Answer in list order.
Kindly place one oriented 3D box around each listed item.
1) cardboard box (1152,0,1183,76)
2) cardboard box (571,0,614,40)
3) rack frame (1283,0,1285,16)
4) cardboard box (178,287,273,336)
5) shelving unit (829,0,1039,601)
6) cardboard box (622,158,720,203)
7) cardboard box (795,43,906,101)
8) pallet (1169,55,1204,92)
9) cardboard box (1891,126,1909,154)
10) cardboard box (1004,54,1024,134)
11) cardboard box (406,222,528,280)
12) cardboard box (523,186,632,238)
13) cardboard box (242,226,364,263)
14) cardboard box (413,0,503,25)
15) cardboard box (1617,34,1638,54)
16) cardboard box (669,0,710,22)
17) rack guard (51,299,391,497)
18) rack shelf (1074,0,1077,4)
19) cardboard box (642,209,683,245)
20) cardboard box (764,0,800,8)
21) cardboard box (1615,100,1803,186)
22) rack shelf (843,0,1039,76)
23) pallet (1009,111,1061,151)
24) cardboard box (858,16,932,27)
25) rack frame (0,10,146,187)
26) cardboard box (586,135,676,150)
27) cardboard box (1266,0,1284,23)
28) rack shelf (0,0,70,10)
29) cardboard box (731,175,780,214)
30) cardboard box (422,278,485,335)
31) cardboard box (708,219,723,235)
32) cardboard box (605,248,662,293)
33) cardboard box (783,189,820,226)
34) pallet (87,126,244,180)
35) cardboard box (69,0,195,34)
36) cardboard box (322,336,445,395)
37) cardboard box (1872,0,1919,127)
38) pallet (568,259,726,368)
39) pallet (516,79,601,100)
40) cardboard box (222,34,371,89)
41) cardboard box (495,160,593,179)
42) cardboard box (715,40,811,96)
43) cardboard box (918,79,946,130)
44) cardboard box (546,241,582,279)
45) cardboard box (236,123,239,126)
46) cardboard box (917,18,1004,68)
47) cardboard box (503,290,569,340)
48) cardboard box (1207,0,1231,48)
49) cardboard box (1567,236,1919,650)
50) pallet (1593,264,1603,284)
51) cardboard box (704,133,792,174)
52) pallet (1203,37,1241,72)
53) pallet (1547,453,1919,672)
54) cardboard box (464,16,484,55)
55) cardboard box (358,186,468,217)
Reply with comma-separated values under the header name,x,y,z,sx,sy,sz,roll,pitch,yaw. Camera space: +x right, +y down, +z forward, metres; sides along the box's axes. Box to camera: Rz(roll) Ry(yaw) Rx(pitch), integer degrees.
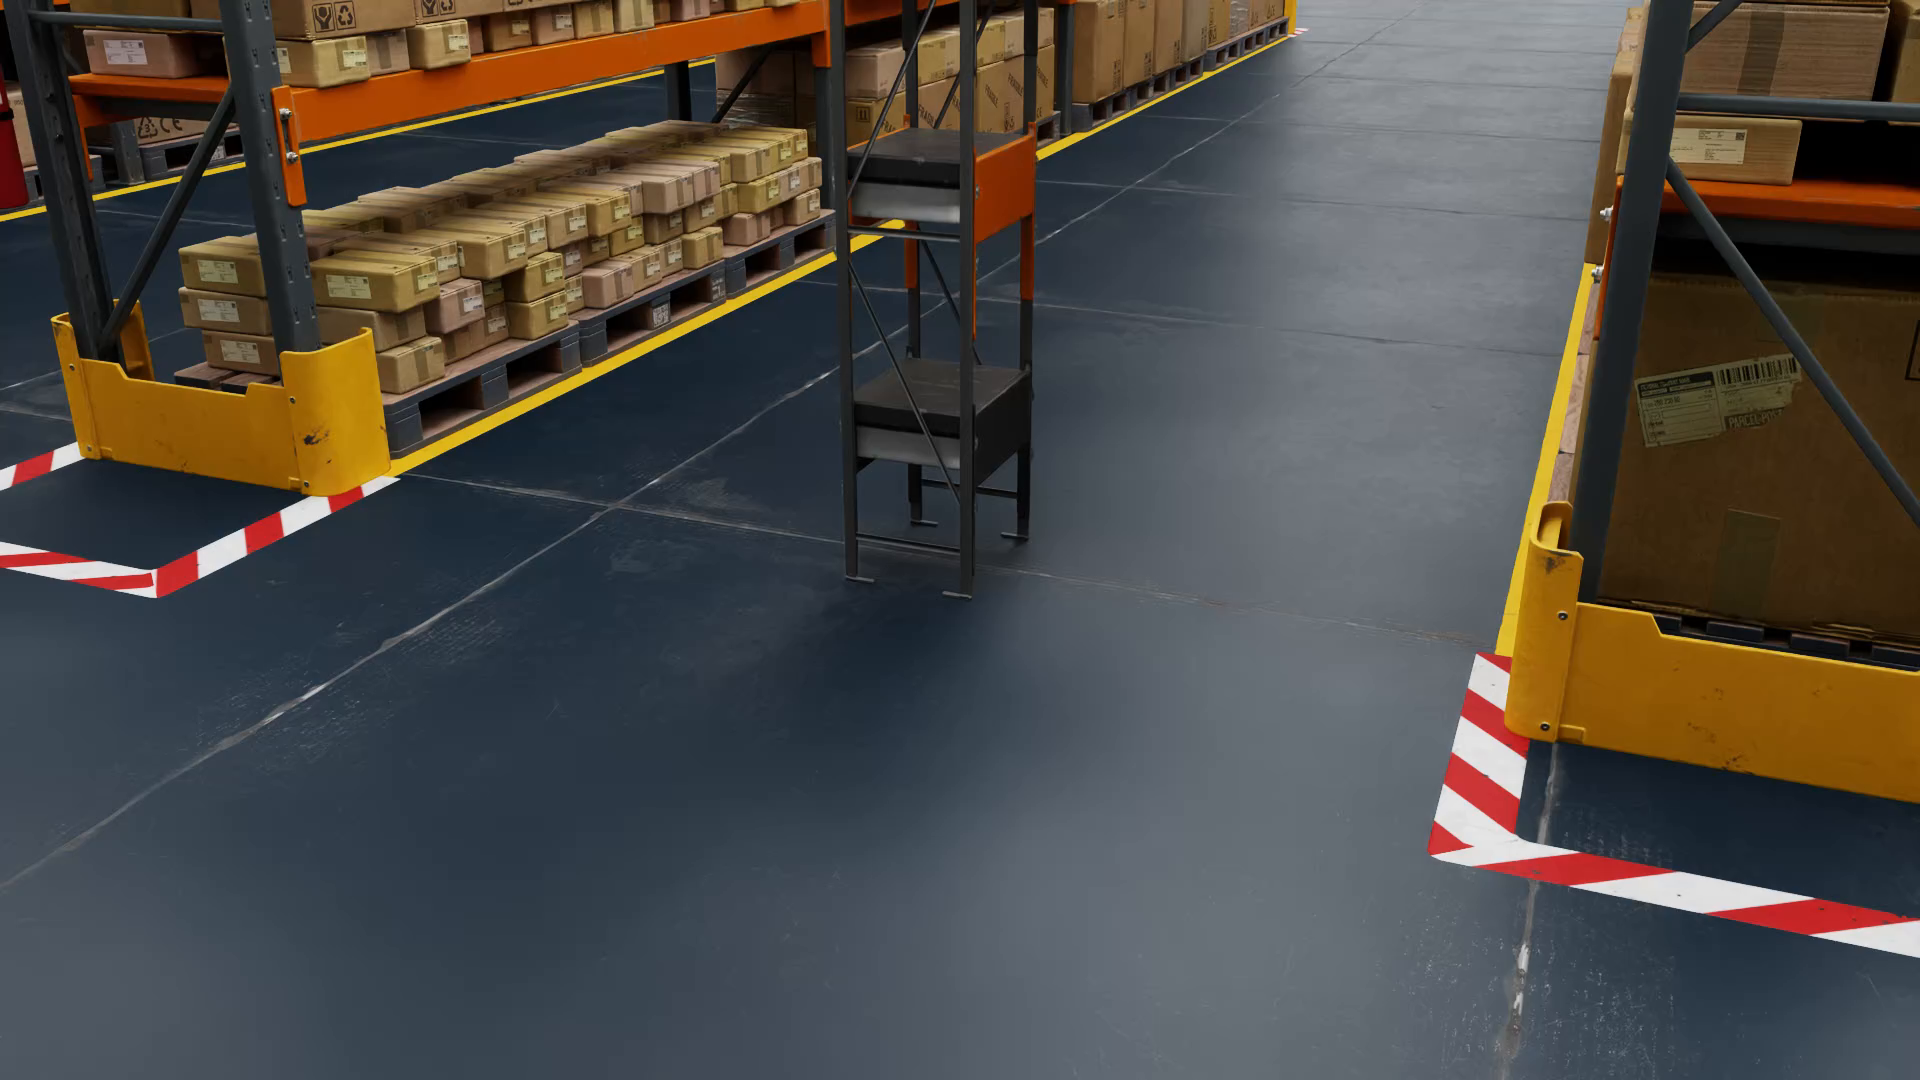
name,x,y,z,sx,sy,sz,roll,pitch,yaw
cardboard box,1.334,-4.509,14.526,1.050,0.750,0.750,9,24,20
cardboard box,-1.658,-2.157,6.848,0.380,0.149,0.250,10,25,22
rack frame,3.329,-7.364,18.988,1.000,3.000,0.127,9,24,20
cardboard box,-2.683,-0.884,6.242,0.380,0.149,0.250,8,24,19
shelving unit,-0.062,-0.910,4.703,0.431,2.100,0.503,9,24,20
cardboard box,-1.347,-1.679,7.760,0.380,0.149,0.250,8,24,17
cardboard box,-0.609,-2.683,9.507,0.500,0.250,0.500,8,24,18
pallet,1.626,-4.359,15.412,1.003,0.211,1.213,9,24,20
cardboard box,2.580,-1.040,4.173,0.380,0.149,0.250,8,24,19
cardboard box,0.159,-3.083,11.439,0.500,0.500,0.500,10,25,22
cardboard box,-1.901,-1.118,6.416,0.380,0.149,0.250,9,24,20
cardboard box,-1.634,-1.404,7.101,0.380,0.149,0.250,9,24,21
cardboard box,-2.507,-1.099,6.371,0.380,0.149,0.250,9,24,21
cardboard box,-2.016,-2.138,5.961,0.500,0.500,0.500,9,24,20
cardboard box,3.989,-2.089,8.571,1.225,0.875,0.875,8,24,18
cardboard box,-1.359,-2.433,7.509,0.380,0.149,0.250,8,24,18
rack guard,-2.586,-0.512,5.828,1.175,0.500,0.348,9,24,20
rack shelf,1.100,-4.885,13.987,1.077,0.370,4.000,9,24,20
cardboard box,-1.502,-1.468,7.640,0.380,0.149,0.250,8,24,18
cardboard box,-1.012,-2.710,8.173,0.380,0.149,0.250,8,24,19
cardboard box,1.780,-0.951,3.961,0.380,0.149,0.250,9,24,21
rack shelf,-0.062,-1.543,4.439,0.431,0.518,0.480,9,24,20
pallet,0.065,-2.935,12.003,1.003,0.211,1.213,9,24,20
cardboard box,-0.508,-3.319,11.029,0.500,0.250,0.500,9,24,20
rack frame,-5.762,-3.742,10.318,1.000,3.000,0.127,9,24,20
cardboard box,-1.655,-1.941,8.388,0.380,0.149,0.250,8,24,19
cardboard box,3.138,-6.325,18.713,0.875,0.875,0.875,9,24,20
rack shelf,-6.505,-2.695,8.743,1.077,0.370,4.000,9,24,20
cardboard box,-1.123,-1.730,8.268,0.380,0.149,0.250,8,24,18
cardboard box,-2.027,-0.895,6.268,0.380,0.149,0.250,9,24,20
cardboard box,-1.381,-1.497,8.097,0.380,0.149,0.250,8,24,19
cardboard box,-1.561,-1.214,7.418,0.380,0.149,0.250,9,24,20
cardboard box,-0.958,-1.759,8.724,0.380,0.149,0.250,9,24,21
pallet,-5.546,-2.743,11.542,1.003,0.211,1.213,9,24,20
cardboard box,-2.687,-2.020,5.677,0.500,0.500,0.500,9,24,21
cardboard box,-2.123,-0.658,6.089,0.380,0.149,0.250,9,24,21
cardboard box,2.382,-1.093,3.784,0.500,0.250,0.500,8,24,19
pallet,-1.797,-1.100,7.609,1.003,0.211,1.213,9,24,20
pallet,-3.985,-4.167,14.951,1.003,0.211,1.213,9,24,20
cardboard box,-2.190,-1.592,5.494,0.380,0.149,0.250,9,24,20
cardboard box,-1.925,-1.656,7.705,0.380,0.149,0.250,8,24,18
cardboard box,-1.087,-2.759,9.689,0.500,0.250,0.500,8,24,19
cardboard box,-0.413,-2.526,10.105,0.500,0.500,0.500,10,25,22
cardboard box,-1.812,-1.180,6.951,0.380,0.149,0.250,8,24,18
cardboard box,-5.278,-3.513,11.981,0.875,0.875,0.875,10,24,22
cardboard box,-0.034,-3.244,10.849,0.500,0.250,0.500,9,24,21
cardboard box,-1.819,-0.929,6.737,0.380,0.149,0.250,9,24,21
cardboard box,2.141,-5.361,16.405,0.875,0.875,0.875,9,24,21
cardboard box,2.116,-0.346,4.399,0.875,0.875,0.875,9,24,20
pallet,3.655,-1.324,8.145,1.003,0.211,1.213,9,24,20
cardboard box,-1.077,-1.961,8.435,0.380,0.149,0.250,9,24,21
pallet,2.198,-4.907,16.724,1.003,0.211,1.213,9,24,20
pallet,2.177,0.097,4.744,1.003,0.211,1.213,9,24,20
cardboard box,-2.015,-1.890,6.208,0.380,0.149,0.250,10,25,23
cardboard box,-2.325,-1.397,7.085,0.380,0.149,0.250,10,25,22
